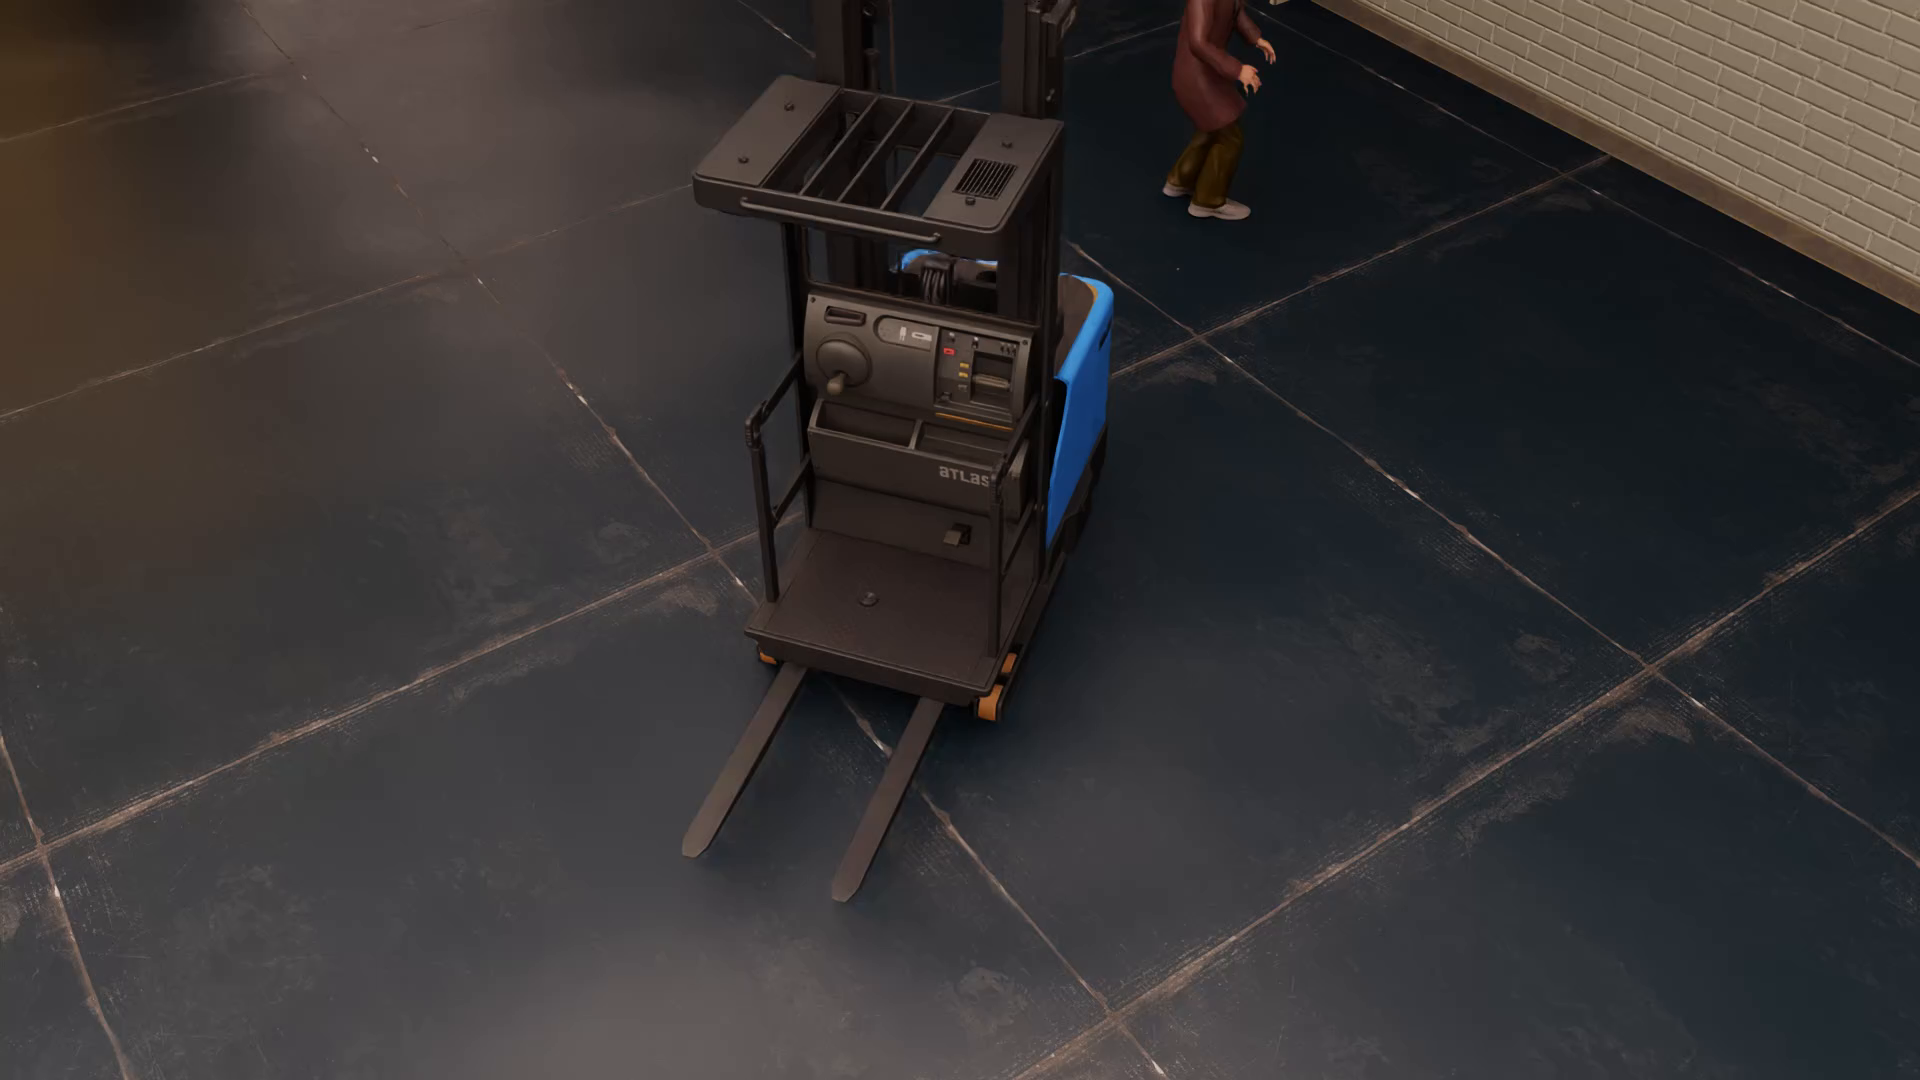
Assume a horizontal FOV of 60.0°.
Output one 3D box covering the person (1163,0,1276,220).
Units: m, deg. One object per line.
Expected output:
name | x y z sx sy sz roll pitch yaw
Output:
person | 1.507 -2.651 9.519 0.576 1.723 0.830 7 43 8

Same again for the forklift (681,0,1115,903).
forklift | -0.242 -0.626 6.394 1.130 2.935 3.031 13 44 14
